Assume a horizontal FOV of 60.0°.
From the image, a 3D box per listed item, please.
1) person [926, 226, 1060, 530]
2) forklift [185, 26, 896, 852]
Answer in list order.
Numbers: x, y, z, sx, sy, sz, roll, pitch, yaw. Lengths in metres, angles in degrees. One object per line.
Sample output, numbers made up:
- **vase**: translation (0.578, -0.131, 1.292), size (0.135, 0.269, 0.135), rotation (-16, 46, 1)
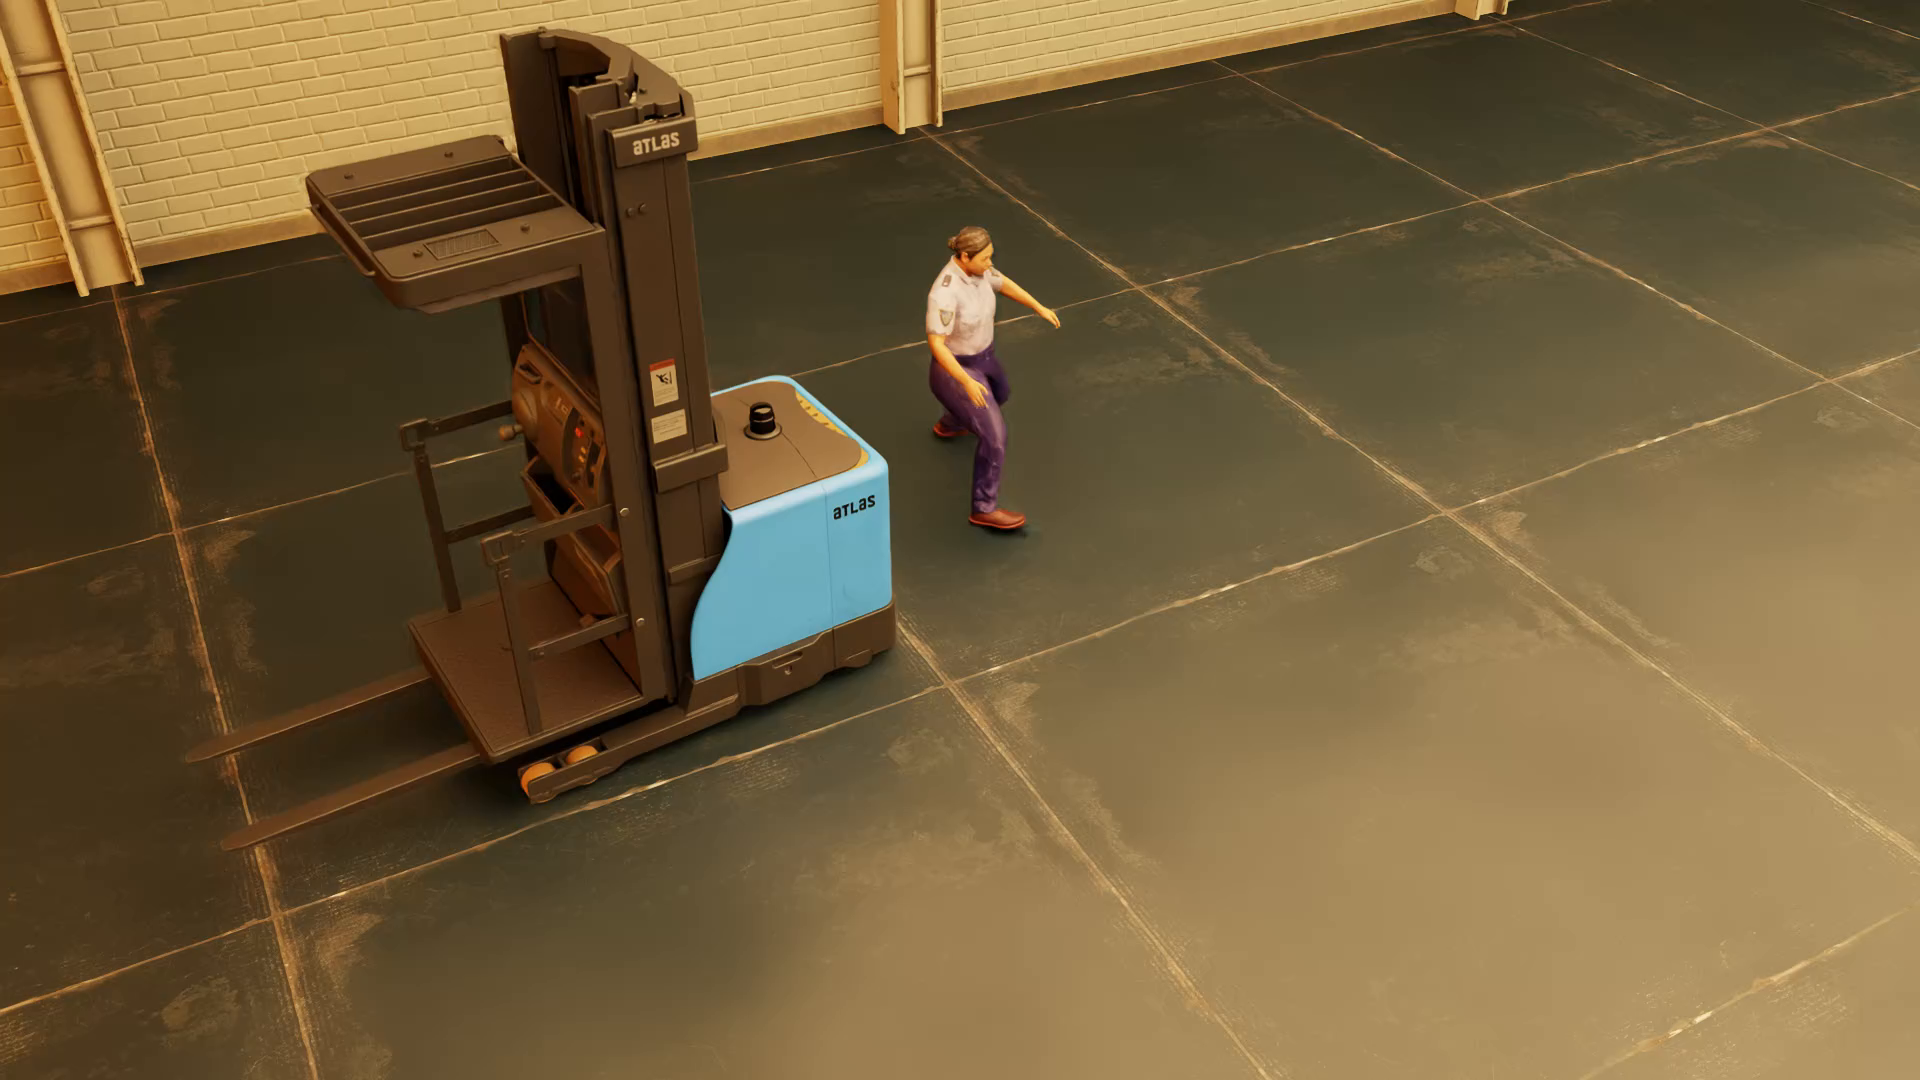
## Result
- **person**: translation (0.119, -0.936, 8.745), size (0.869, 1.518, 0.966), rotation (16, 38, 21)
- **forklift**: translation (-1.815, -0.430, 6.731), size (3.031, 2.935, 1.130), rotation (-21, 40, -27)
